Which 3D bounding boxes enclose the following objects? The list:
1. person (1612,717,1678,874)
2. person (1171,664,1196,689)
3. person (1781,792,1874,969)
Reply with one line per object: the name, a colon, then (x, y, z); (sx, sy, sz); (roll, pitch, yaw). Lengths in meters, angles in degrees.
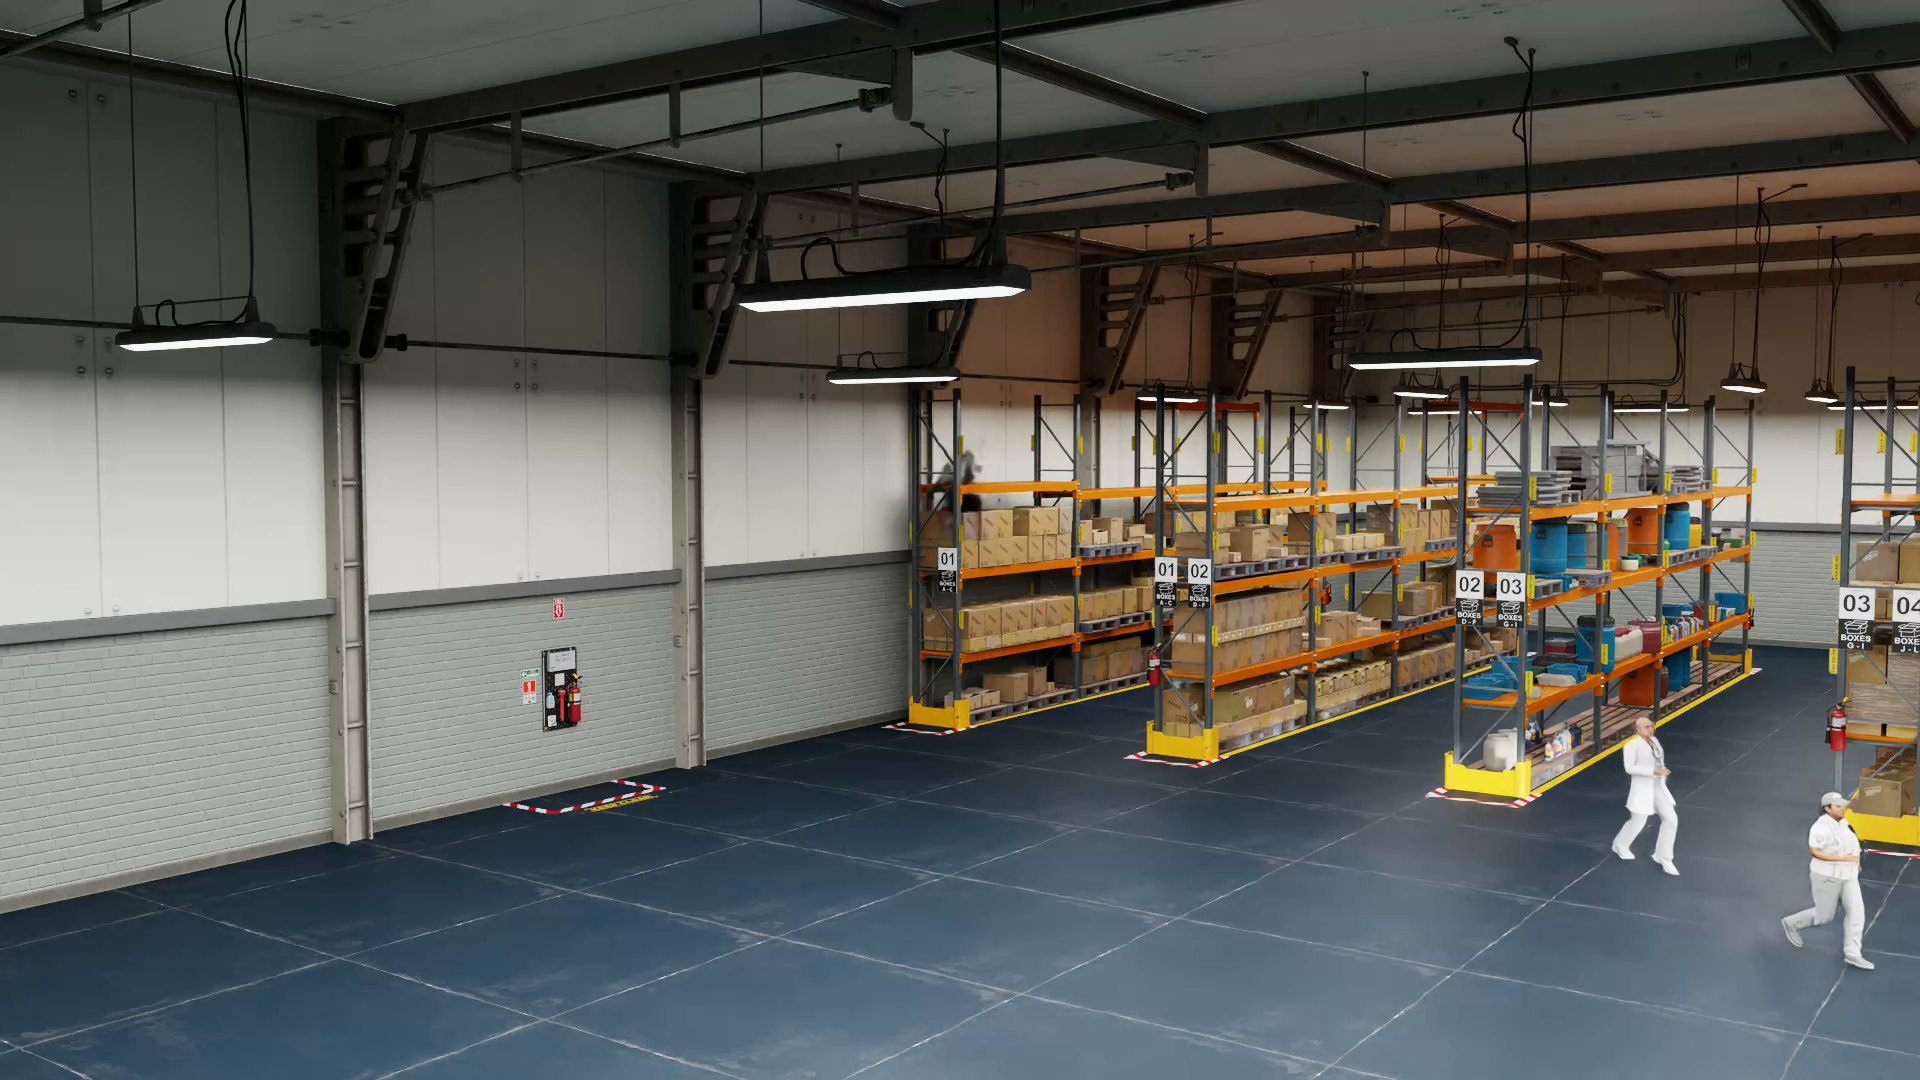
person: (8.151, 3.010, 19.737); (0.726, 1.823, 0.875); (-1, 3, -21)
person: (4.080, 2.411, 30.114); (0.631, 1.850, 0.754); (2, 4, 30)
person: (8.453, 3.257, 16.125); (0.619, 1.638, 0.863); (-2, 4, -28)
